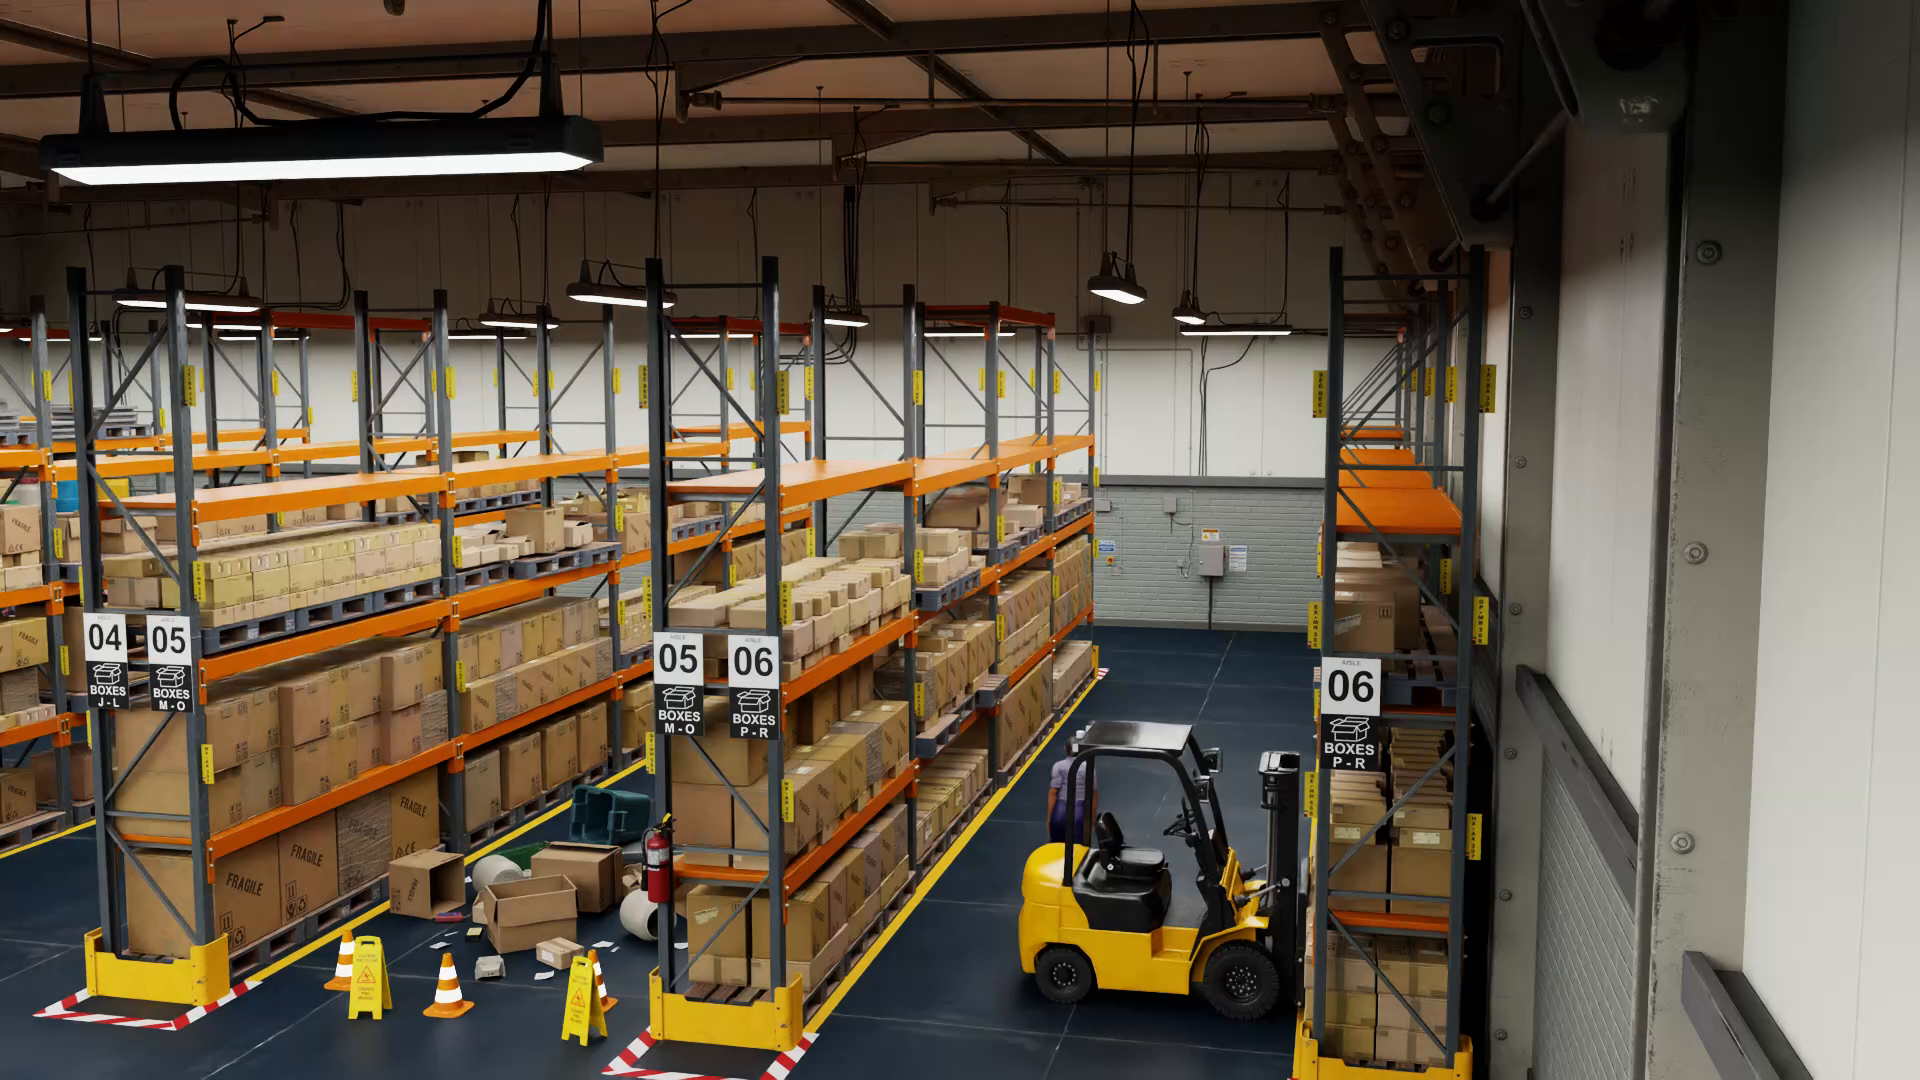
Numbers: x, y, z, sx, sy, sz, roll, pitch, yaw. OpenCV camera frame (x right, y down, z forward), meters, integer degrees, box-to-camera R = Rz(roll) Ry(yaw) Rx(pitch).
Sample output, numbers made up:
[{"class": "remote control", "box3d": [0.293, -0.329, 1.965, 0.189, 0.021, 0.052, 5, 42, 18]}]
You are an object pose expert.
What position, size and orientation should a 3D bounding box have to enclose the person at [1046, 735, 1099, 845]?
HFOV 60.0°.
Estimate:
[{"class": "person", "box3d": [1.090, 2.748, 16.175, 0.500, 1.695, 0.606, 1, 6, 9]}]
